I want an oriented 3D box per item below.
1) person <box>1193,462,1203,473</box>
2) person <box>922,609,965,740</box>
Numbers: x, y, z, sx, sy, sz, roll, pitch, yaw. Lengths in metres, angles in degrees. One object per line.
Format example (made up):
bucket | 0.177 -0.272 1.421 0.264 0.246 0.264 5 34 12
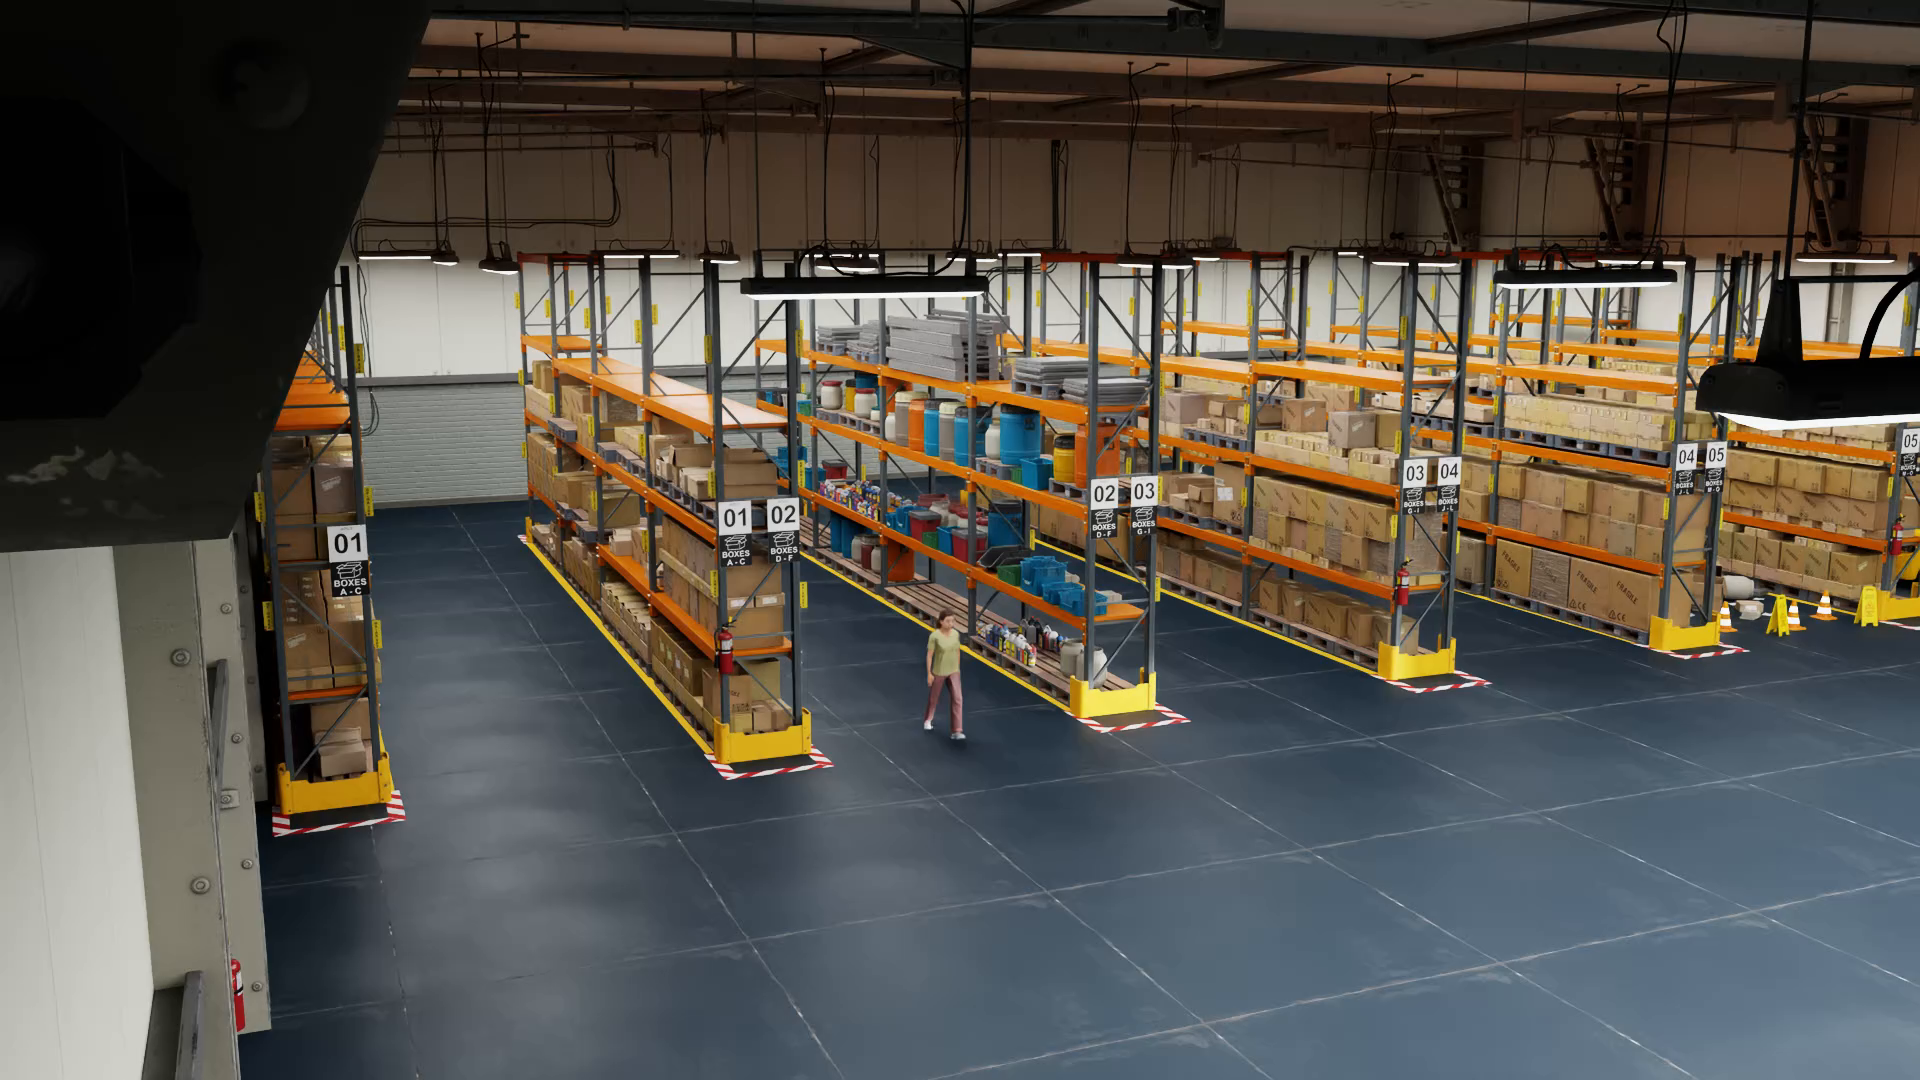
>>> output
person | 6.307 -2.487 43.982 0.443 1.642 0.820 8 13 36
person | -0.195 1.694 21.177 0.513 1.642 0.946 -4 11 -21
